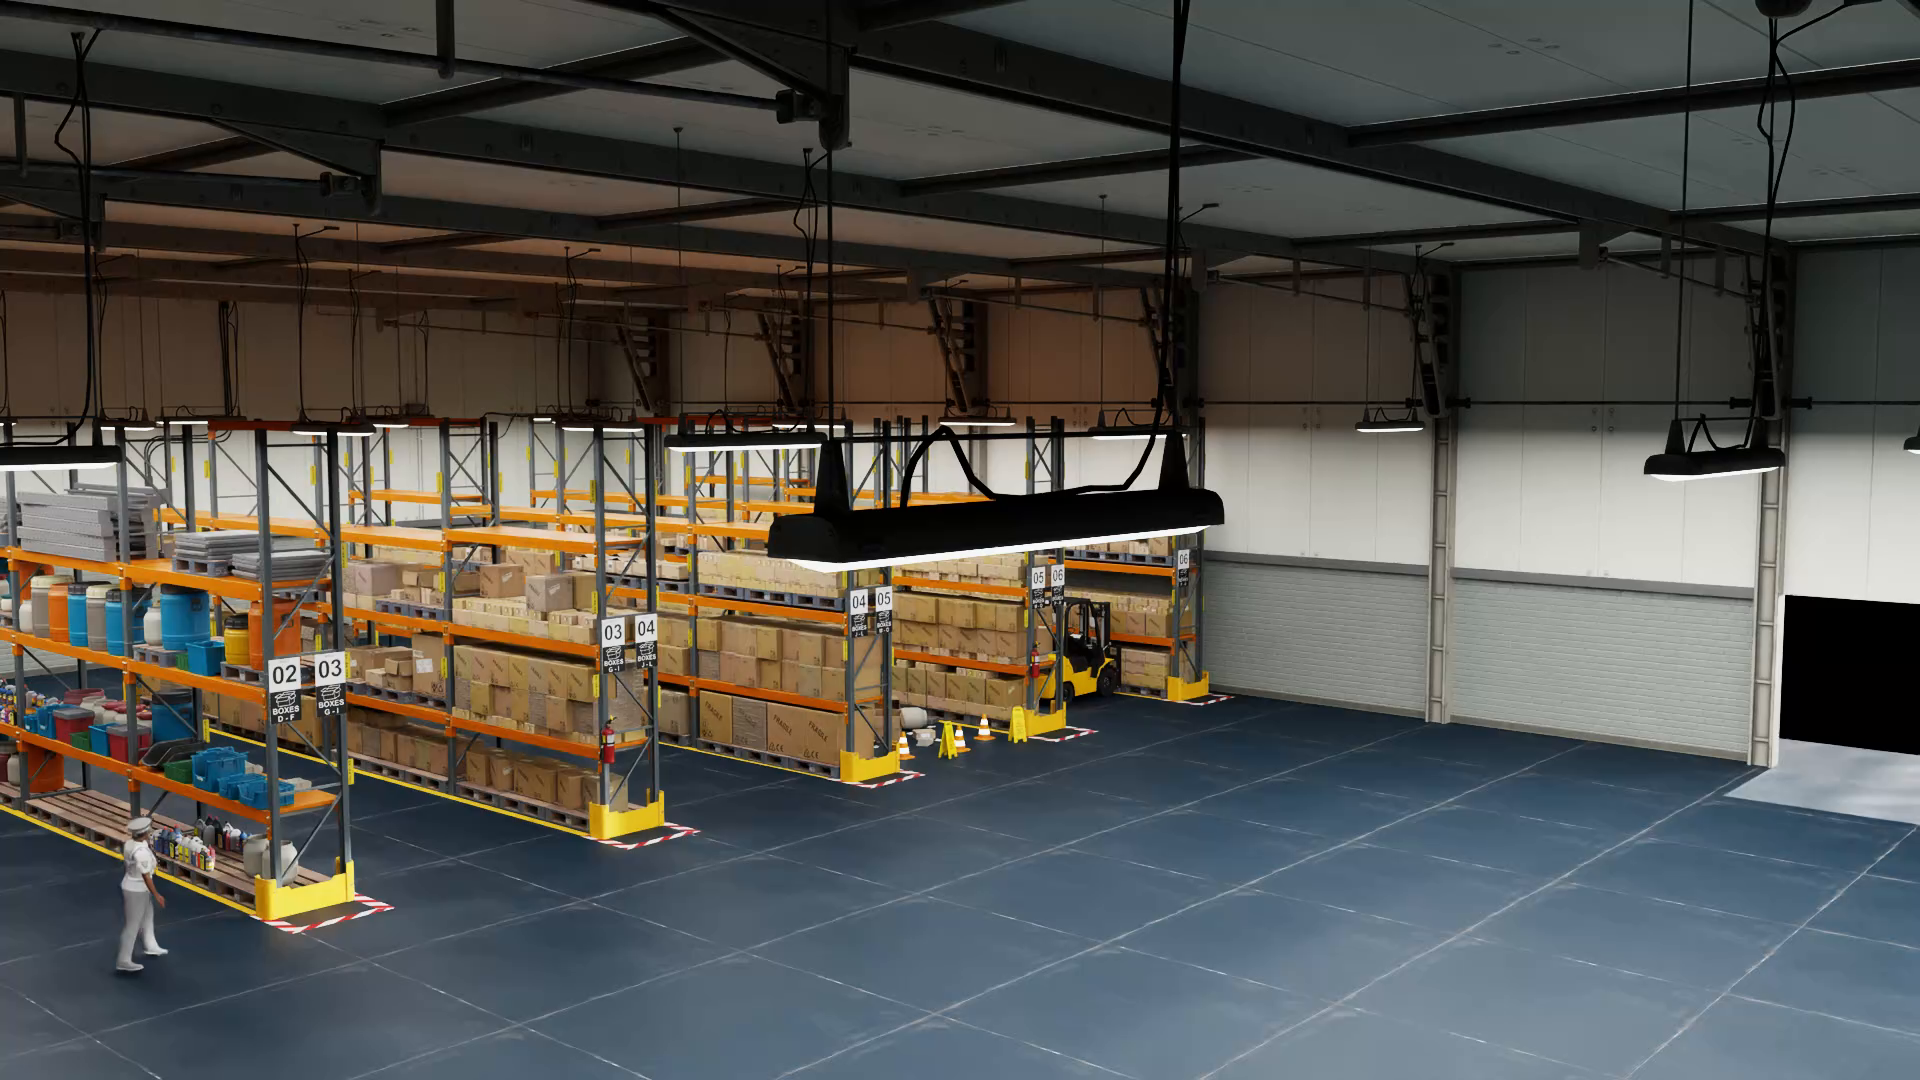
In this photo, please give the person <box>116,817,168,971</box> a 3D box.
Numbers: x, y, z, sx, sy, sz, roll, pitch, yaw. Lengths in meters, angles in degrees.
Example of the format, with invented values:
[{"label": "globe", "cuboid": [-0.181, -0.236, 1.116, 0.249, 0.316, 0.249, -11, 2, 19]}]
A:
[{"label": "person", "cuboid": [-9.225, 3.957, 18.711, 0.591, 1.695, 0.658, -3, 6, -32]}]
